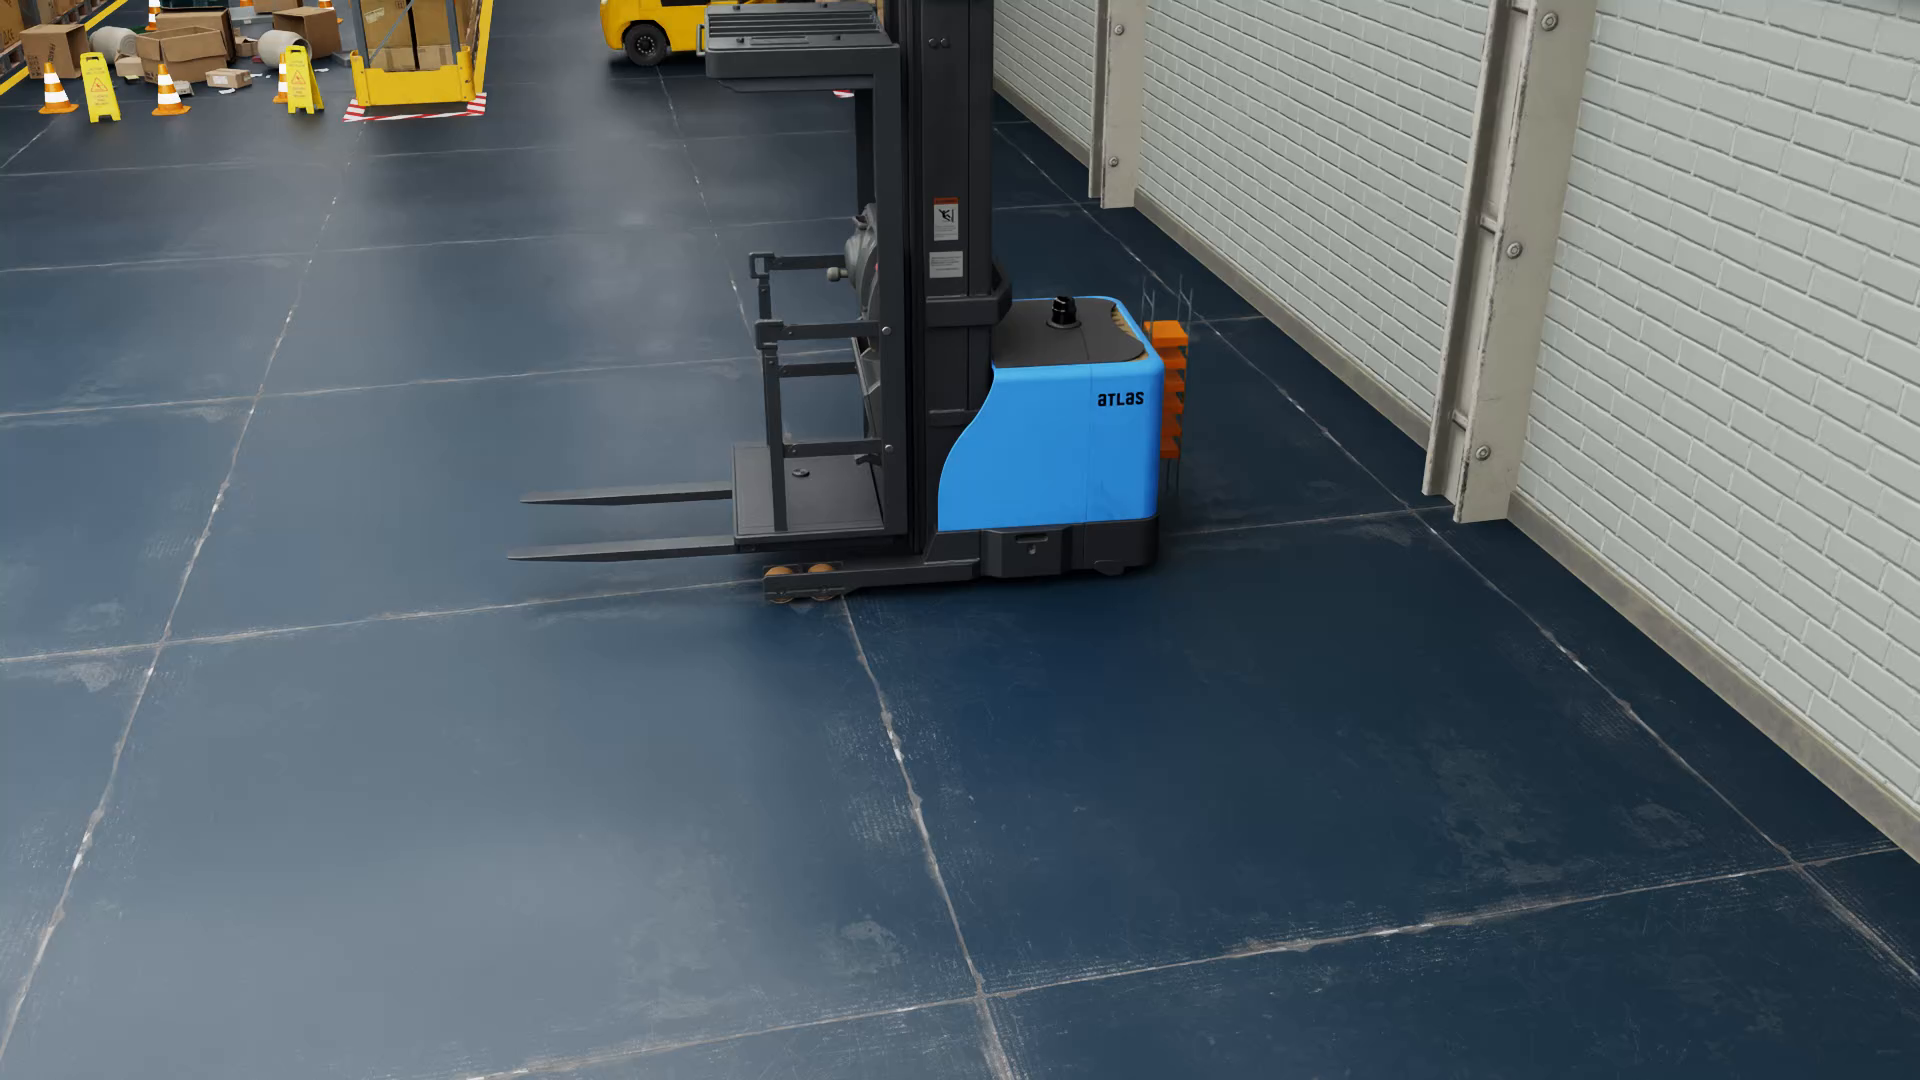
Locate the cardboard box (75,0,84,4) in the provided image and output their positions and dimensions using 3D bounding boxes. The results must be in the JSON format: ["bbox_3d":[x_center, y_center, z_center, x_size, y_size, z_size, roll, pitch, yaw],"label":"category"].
[{"bbox_3d":[-11.989,-7.379,21.571,1.050,0.750,0.750,-6,27,-11],"label":"cardboard box"}]

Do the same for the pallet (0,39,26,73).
[{"bbox_3d":[-11.243,-5.513,18.938,1.003,0.211,1.213,-6,27,-12],"label":"pallet"}]

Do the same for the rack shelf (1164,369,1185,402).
[{"bbox_3d":[1.005,-0.783,8.298,0.180,0.103,0.258,-2,27,-5],"label":"rack shelf"}]

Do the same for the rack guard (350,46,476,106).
[{"bbox_3d":[-5.654,-4.808,17.221,1.175,0.500,0.348,-6,27,-12],"label":"rack guard"}]

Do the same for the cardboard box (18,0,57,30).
[{"bbox_3d":[-11.565,-6.546,19.921,1.050,0.750,0.750,-6,27,-12],"label":"cardboard box"}]

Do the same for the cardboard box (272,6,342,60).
[{"bbox_3d":[-7.622,-5.923,19.428,0.500,0.500,0.500,13,30,24],"label":"cardboard box"}]

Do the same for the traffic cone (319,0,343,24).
[{"bbox_3d":[-8.181,-6.916,21.439,0.336,0.463,0.334,-6,27,-12],"label":"traffic cone"}]

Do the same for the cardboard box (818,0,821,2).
[{"bbox_3d":[-1.318,-5.983,18.805,0.500,0.250,0.500,-6,27,-12],"label":"cardboard box"}]

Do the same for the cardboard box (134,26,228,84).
[{"bbox_3d":[-8.499,-5.290,18.173,0.637,0.503,0.797,19,32,32],"label":"cardboard box"}]

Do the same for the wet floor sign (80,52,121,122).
[{"bbox_3d":[-8.501,-4.481,16.412,0.267,0.644,0.232,-11,29,-20],"label":"wet floor sign"}]

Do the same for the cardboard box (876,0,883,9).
[{"bbox_3d":[-0.725,-6.033,18.350,0.500,0.250,0.500,-6,27,-12],"label":"cardboard box"}]

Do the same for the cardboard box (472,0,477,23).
[{"bbox_3d":[-6.143,-6.374,20.136,0.500,0.250,0.500,-5,27,-9],"label":"cardboard box"}]

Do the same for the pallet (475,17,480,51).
[{"bbox_3d":[-6.352,-6.111,20.122,1.003,0.211,1.213,-6,27,-12],"label":"pallet"}]

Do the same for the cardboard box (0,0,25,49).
[{"bbox_3d":[-11.264,-6.055,18.810,0.875,0.875,0.875,-6,27,-11],"label":"cardboard box"}]

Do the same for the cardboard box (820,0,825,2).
[{"bbox_3d":[-1.330,-6.197,18.674,0.500,0.250,0.500,-5,27,-11],"label":"cardboard box"}]

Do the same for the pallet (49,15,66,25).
[{"bbox_3d":[-11.585,-6.186,20.271,1.003,0.211,1.213,-6,27,-12],"label":"pallet"}]

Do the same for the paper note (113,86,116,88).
[{"bbox_3d":[-9.126,-4.860,17.847,0.144,0.017,0.142,3,27,6],"label":"paper note"}]

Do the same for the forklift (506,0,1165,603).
[{"bbox_3d":[-0.618,-1.270,7.513,3.031,2.935,1.130,-4,27,-7],"label":"forklift"}]

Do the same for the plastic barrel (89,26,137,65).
[{"bbox_3d":[-9.588,-5.607,18.890,0.512,0.421,0.421,13,30,24],"label":"plastic barrel"}]

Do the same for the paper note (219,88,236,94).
[{"bbox_3d":[-7.789,-4.778,17.683,0.148,0.019,0.142,-16,31,-29],"label":"paper note"}]

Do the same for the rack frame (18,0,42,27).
[{"bbox_3d":[-11.338,-7.100,18.987,1.000,3.000,0.127,-6,27,-12],"label":"rack frame"}]

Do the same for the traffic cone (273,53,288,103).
[{"bbox_3d":[-6.990,-4.816,17.278,0.336,0.463,0.334,-6,27,-12],"label":"traffic cone"}]

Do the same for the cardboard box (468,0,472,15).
[{"bbox_3d":[-5.911,-6.262,19.081,0.500,0.500,0.500,-5,27,-9],"label":"cardboard box"}]

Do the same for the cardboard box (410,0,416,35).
[{"bbox_3d":[-6.192,-5.739,18.045,0.500,0.500,0.500,-5,27,-10],"label":"cardboard box"}]

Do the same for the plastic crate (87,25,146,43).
[{"bbox_3d":[-10.022,-5.927,19.720,0.450,0.188,0.662,-2,25,20],"label":"plastic crate"}]

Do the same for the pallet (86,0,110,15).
[{"bbox_3d":[-12.135,-7.257,22.394,1.003,0.211,1.213,-6,27,-12],"label":"pallet"}]

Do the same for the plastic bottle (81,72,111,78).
[{"bbox_3d":[-9.546,-5.142,18.370,0.283,0.061,0.133,-16,31,-29],"label":"plastic bottle"}]

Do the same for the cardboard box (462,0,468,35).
[{"bbox_3d":[-5.677,-5.807,18.180,0.500,0.500,0.500,-7,28,-14],"label":"cardboard box"}]

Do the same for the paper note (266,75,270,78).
[{"bbox_3d":[-7.656,-5.132,18.406,0.032,0.001,0.123,-6,27,-12],"label":"paper note"}]

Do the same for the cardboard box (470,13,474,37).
[{"bbox_3d":[-5.903,-5.918,19.231,0.500,0.250,0.500,-6,27,-11],"label":"cardboard box"}]

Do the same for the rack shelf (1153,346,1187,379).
[{"bbox_3d":[1.006,-0.890,8.243,0.180,0.103,0.258,-2,27,-5],"label":"rack shelf"}]

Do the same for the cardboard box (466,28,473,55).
[{"bbox_3d":[-5.657,-5.458,18.320,0.500,0.250,0.500,-5,27,-10],"label":"cardboard box"}]

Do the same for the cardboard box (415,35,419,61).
[{"bbox_3d":[-6.190,-5.406,18.218,0.500,0.250,0.500,-6,27,-11],"label":"cardboard box"}]

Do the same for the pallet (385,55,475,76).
[{"bbox_3d":[-5.802,-5.039,18.000,1.003,0.211,1.213,-6,27,-12],"label":"pallet"}]

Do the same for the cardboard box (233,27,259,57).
[{"bbox_3d":[-8.445,-5.851,19.547,0.396,0.266,0.258,19,32,32],"label":"cardboard box"}]

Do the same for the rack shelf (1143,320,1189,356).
[{"bbox_3d":[1.007,-0.996,8.188,0.180,0.103,0.258,-2,27,-5],"label":"rack shelf"}]

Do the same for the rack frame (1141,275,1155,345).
[{"bbox_3d":[0.914,-0.712,8.324,0.006,1.200,0.240,-2,27,-5],"label":"rack frame"}]

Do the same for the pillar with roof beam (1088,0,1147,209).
[{"bbox_3d":[-2.922,-6.401,10.944,9.100,9.000,0.400,-6,27,-12],"label":"pillar with roof beam"}]

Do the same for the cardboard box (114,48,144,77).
[{"bbox_3d":[-9.156,-5.312,18.479,0.396,0.266,0.258,-1,27,-3],"label":"cardboard box"}]

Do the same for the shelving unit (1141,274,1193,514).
[{"bbox_3d":[1.005,-0.716,8.333,0.189,1.200,0.258,-2,27,-5],"label":"shelving unit"}]

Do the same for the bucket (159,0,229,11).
[{"bbox_3d":[-9.061,-6.491,19.728,0.726,0.611,0.620,3,17,6],"label":"bucket"}]

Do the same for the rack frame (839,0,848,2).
[{"bbox_3d":[-0.801,-6.396,17.594,1.000,3.000,0.127,-6,27,-12],"label":"rack frame"}]

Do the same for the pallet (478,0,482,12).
[{"bbox_3d":[-6.993,-7.280,22.439,1.003,0.211,1.213,-6,27,-12],"label":"pallet"}]

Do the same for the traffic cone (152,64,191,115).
[{"bbox_3d":[-7.995,-4.554,16.759,0.336,0.463,0.334,-6,27,-12],"label":"traffic cone"}]
